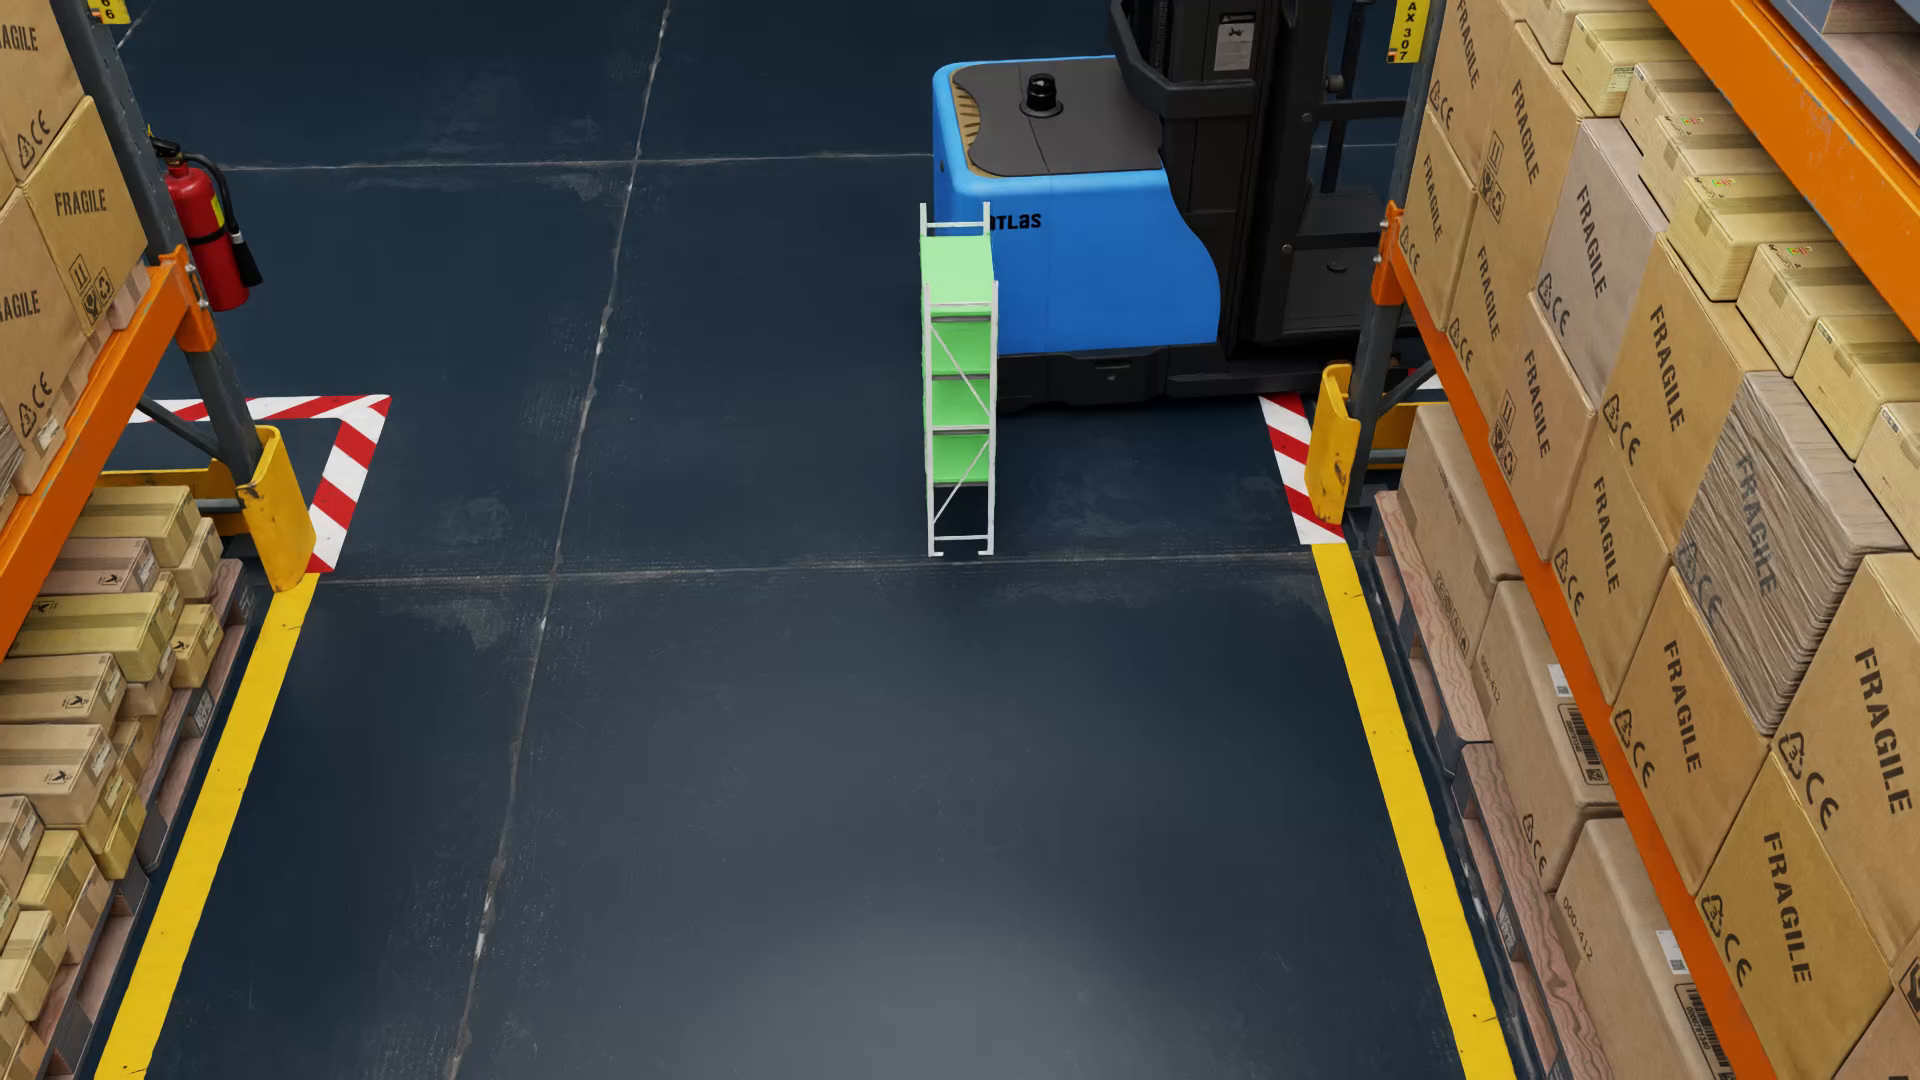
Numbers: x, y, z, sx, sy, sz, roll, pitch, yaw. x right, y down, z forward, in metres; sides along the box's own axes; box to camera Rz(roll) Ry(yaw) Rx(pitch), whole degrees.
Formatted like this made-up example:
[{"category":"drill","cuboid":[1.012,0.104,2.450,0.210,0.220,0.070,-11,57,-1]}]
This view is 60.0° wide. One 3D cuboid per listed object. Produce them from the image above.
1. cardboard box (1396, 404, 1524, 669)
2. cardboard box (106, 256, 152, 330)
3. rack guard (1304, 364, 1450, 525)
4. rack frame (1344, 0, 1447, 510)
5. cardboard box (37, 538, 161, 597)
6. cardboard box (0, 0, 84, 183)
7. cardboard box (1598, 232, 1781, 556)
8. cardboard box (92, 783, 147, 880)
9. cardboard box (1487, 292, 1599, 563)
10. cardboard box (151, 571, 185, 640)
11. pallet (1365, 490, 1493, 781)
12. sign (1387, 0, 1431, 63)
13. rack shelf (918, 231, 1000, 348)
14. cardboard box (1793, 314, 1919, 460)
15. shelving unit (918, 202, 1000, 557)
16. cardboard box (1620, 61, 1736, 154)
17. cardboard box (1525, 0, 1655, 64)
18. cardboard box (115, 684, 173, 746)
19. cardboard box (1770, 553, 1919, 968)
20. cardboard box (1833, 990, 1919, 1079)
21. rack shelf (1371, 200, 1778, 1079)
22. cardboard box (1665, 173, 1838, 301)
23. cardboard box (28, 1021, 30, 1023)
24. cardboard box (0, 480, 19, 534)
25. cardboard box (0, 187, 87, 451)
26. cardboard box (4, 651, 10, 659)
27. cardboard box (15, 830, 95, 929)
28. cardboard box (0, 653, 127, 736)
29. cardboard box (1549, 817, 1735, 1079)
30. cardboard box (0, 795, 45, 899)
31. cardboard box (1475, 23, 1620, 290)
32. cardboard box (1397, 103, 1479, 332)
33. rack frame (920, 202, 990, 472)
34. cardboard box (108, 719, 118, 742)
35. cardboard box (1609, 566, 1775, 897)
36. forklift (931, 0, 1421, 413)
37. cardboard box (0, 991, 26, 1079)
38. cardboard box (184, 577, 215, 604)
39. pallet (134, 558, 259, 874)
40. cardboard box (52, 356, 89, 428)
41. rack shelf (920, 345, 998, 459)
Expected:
[{"category":"cardboard box","cuboid":[2.066,-0.046,5.666,0.875,0.438,0.875,-3,43,-3]},{"category":"cardboard box","cuboid":[-2.707,-0.764,5.049,0.380,0.149,0.250,-2,43,-2]},{"category":"rack guard","cuboid":[1.937,-0.373,6.287,1.175,0.500,0.348,-2,43,-2]},{"category":"rack frame","cuboid":[1.938,-1.278,5.425,1.000,3.000,0.127,-2,43,-2]},{"category":"cardboard box","cuboid":[-2.774,0.130,5.247,0.380,0.149,0.250,-1,43,-1]},{"category":"cardboard box","cuboid":[-2.735,-1.281,4.394,0.500,0.500,0.500,-2,43,-3]},{"category":"cardboard box","cuboid":[1.755,-0.319,3.564,0.500,0.500,0.500,-1,43,-2]},{"category":"cardboard box","cuboid":[-2.638,0.866,4.885,0.380,0.149,0.250,-3,43,-4]},{"category":"cardboard box","cuboid":[1.725,-0.298,4.282,0.500,0.500,0.500,-2,43,-2]},{"category":"cardboard box","cuboid":[-2.738,0.244,5.342,0.380,0.149,0.250,-3,43,-3]},{"category":"pallet","cuboid":[2.051,0.287,5.781,1.003,0.211,1.213,-2,43,-2]},{"category":"sign","cuboid":[1.384,-1.615,5.093,0.100,0.325,0.005,-2,43,-2]},{"category":"rack shelf","cuboid":[-0.007,-0.861,5.685,0.258,0.148,0.480,-2,43,-2]},{"category":"cardboard box","cuboid":[1.786,-0.286,3.048,0.380,0.149,0.250,-2,43,-3]},{"category":"shelving unit","cuboid":[-0.007,-0.554,5.966,0.258,1.200,0.503,-2,43,-2]},{"category":"cardboard box","cuboid":[1.749,-0.969,3.793,0.380,0.149,0.250,-1,43,-1]},{"category":"cardboard box","cuboid":[1.656,-1.322,4.178,0.380,0.149,0.250,0,43,0]},{"category":"cardboard box","cuboid":[-2.735,0.529,5.252,0.380,0.149,0.250,-2,43,-2]},{"category":"cardboard box","cuboid":[1.799,0.363,2.820,0.500,0.500,0.500,-2,43,-2]},{"category":"cardboard box","cuboid":[1.833,1.079,2.779,0.500,0.500,0.500,-1,43,-1]},{"category":"rack shelf","cuboid":[2.023,0.337,4.195,1.077,0.370,4.000,-2,43,-2]},{"category":"cardboard box","cuboid":[1.701,-0.627,3.420,0.380,0.149,0.250,-3,43,-3]},{"category":"cardboard box","cuboid":[-2.711,1.224,4.494,0.380,0.149,0.250,-1,43,-1]},{"category":"cardboard box","cuboid":[-2.692,-0.075,4.298,0.380,0.149,0.250,-3,43,-4]},{"category":"cardboard box","cuboid":[-2.710,-0.571,4.359,0.500,0.500,0.500,-2,43,-2]},{"category":"cardboard box","cuboid":[-3.183,0.429,5.141,0.380,0.149,0.250,-1,43,-1]},{"category":"cardboard box","cuboid":[-2.644,0.940,4.583,0.380,0.149,0.250,0,43,0]},{"category":"cardboard box","cuboid":[-2.688,0.478,4.867,0.380,0.149,0.250,-3,43,-4]},{"category":"cardboard box","cuboid":[2.150,1.180,4.328,0.875,0.438,0.875,-3,43,-3]},{"category":"cardboard box","cuboid":[-2.721,0.839,4.474,0.380,0.149,0.250,-3,43,-3]},{"category":"cardboard box","cuboid":[1.703,-1.003,4.310,0.500,0.500,0.500,-3,43,-3]},{"category":"cardboard box","cuboid":[1.672,-0.983,5.028,0.500,0.500,0.500,-2,43,-2]},{"category":"rack frame","cuboid":[-0.017,-0.719,6.146,0.240,1.200,0.015,-2,43,-2]},{"category":"cardboard box","cuboid":[-2.763,0.602,4.953,0.380,0.149,0.250,-2,43,-2]},{"category":"cardboard box","cuboid":[1.770,0.393,3.527,0.500,0.500,0.500,-2,43,-2]},{"category":"forklift","cuboid":[1.424,-2.017,6.281,3.031,2.935,1.130,-4,43,-4]},{"category":"cardboard box","cuboid":[-2.620,1.292,4.199,0.380,0.149,0.250,-2,43,-2]},{"category":"cardboard box","cuboid":[-2.772,0.177,5.636,0.380,0.149,0.250,-1,43,-1]},{"category":"pallet","cuboid":[-3.000,0.561,5.482,1.003,0.211,1.213,-2,43,-2]},{"category":"cardboard box","cuboid":[-2.708,-0.426,4.680,0.380,0.149,0.250,-2,43,-2]},{"category":"rack shelf","cuboid":[-0.007,-0.507,6.010,0.258,0.148,0.480,-2,43,-2]}]
